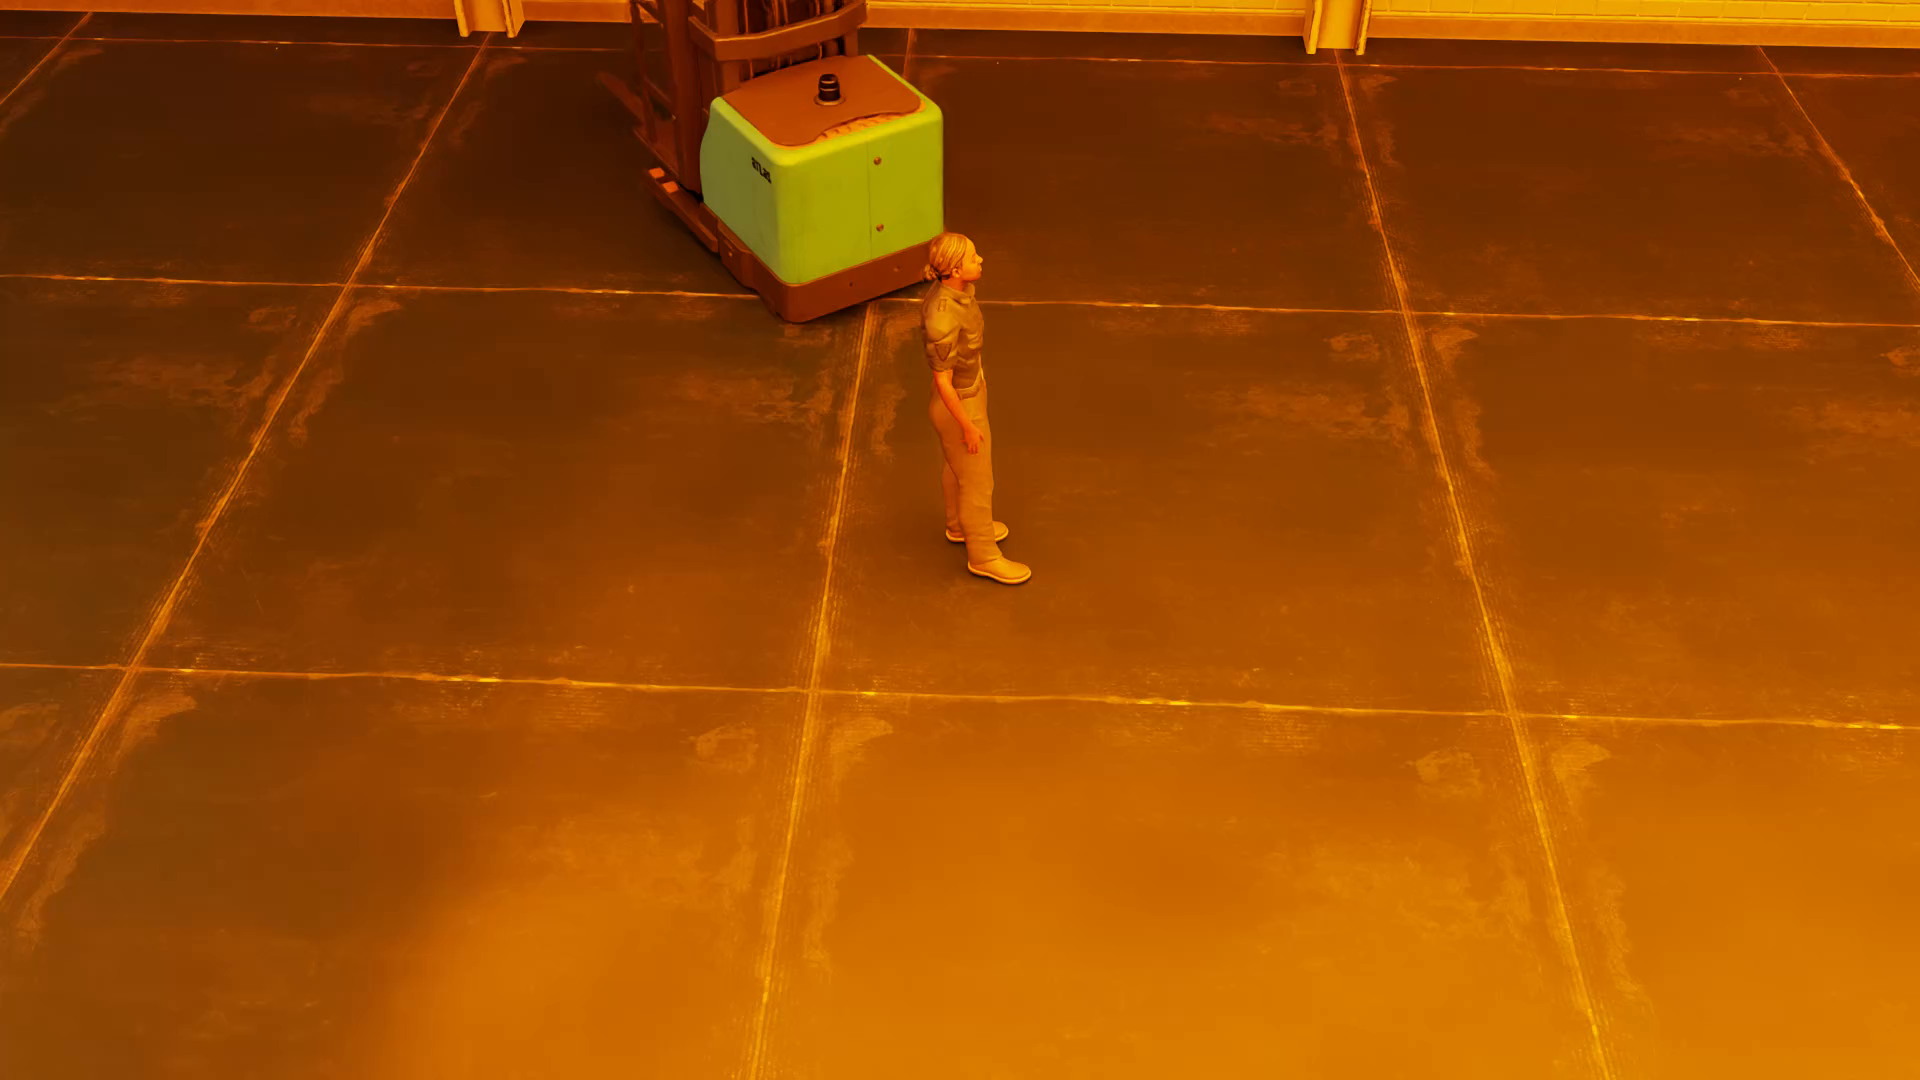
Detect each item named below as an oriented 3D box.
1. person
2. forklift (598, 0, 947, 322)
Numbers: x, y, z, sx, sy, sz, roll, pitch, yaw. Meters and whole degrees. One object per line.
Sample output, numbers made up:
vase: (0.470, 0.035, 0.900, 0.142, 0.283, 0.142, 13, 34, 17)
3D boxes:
person: (0.086, -0.600, 7.336, 0.504, 1.654, 0.569, 2, 42, 2)
forklift: (-1.289, -3.246, 9.298, 1.130, 2.935, 3.031, -23, 47, -23)
